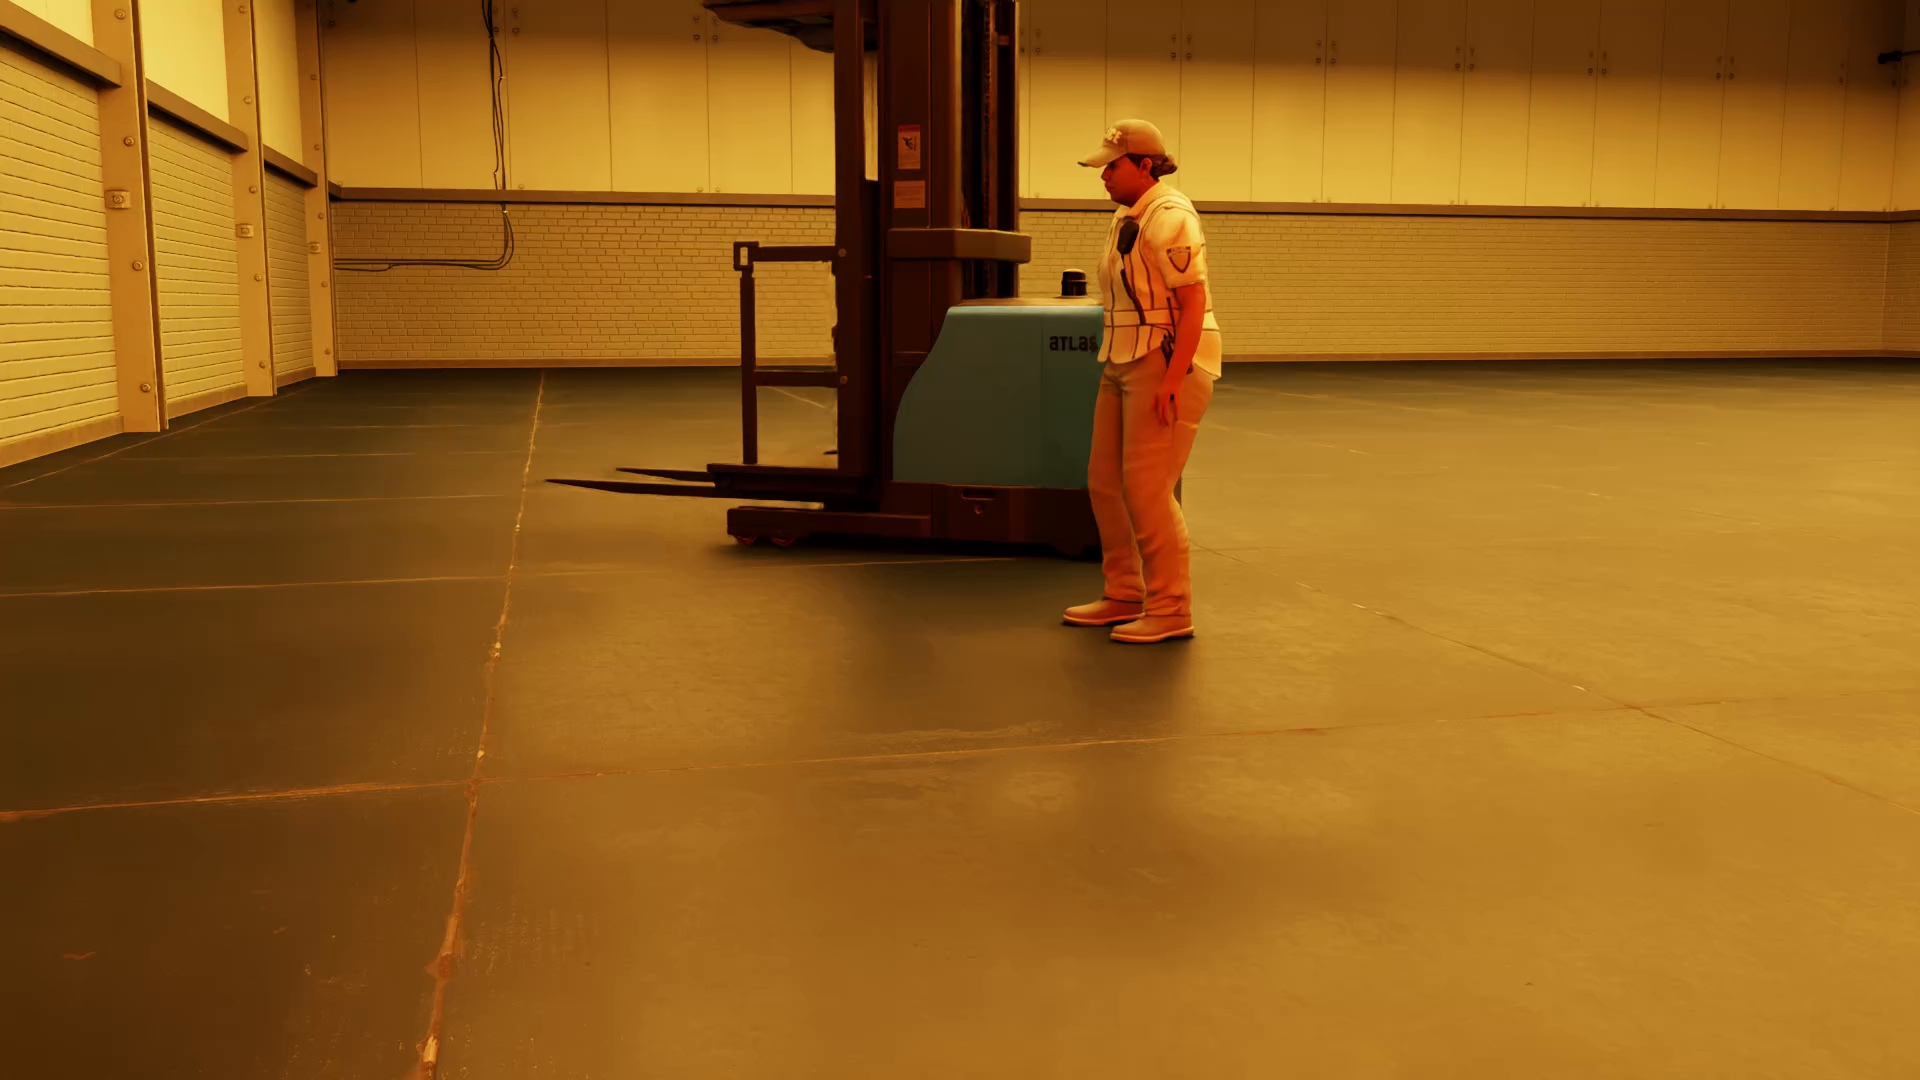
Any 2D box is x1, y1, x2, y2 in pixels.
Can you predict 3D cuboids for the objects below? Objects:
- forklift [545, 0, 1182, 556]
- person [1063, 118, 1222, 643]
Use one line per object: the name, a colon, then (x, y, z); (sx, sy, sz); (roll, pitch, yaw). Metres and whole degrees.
forklift: (-0.525, -1.492, 7.790); (3.031, 2.935, 1.130); (3, 9, 22)
person: (0.593, -0.519, 5.424); (0.462, 1.664, 0.551); (-3, 8, -17)
